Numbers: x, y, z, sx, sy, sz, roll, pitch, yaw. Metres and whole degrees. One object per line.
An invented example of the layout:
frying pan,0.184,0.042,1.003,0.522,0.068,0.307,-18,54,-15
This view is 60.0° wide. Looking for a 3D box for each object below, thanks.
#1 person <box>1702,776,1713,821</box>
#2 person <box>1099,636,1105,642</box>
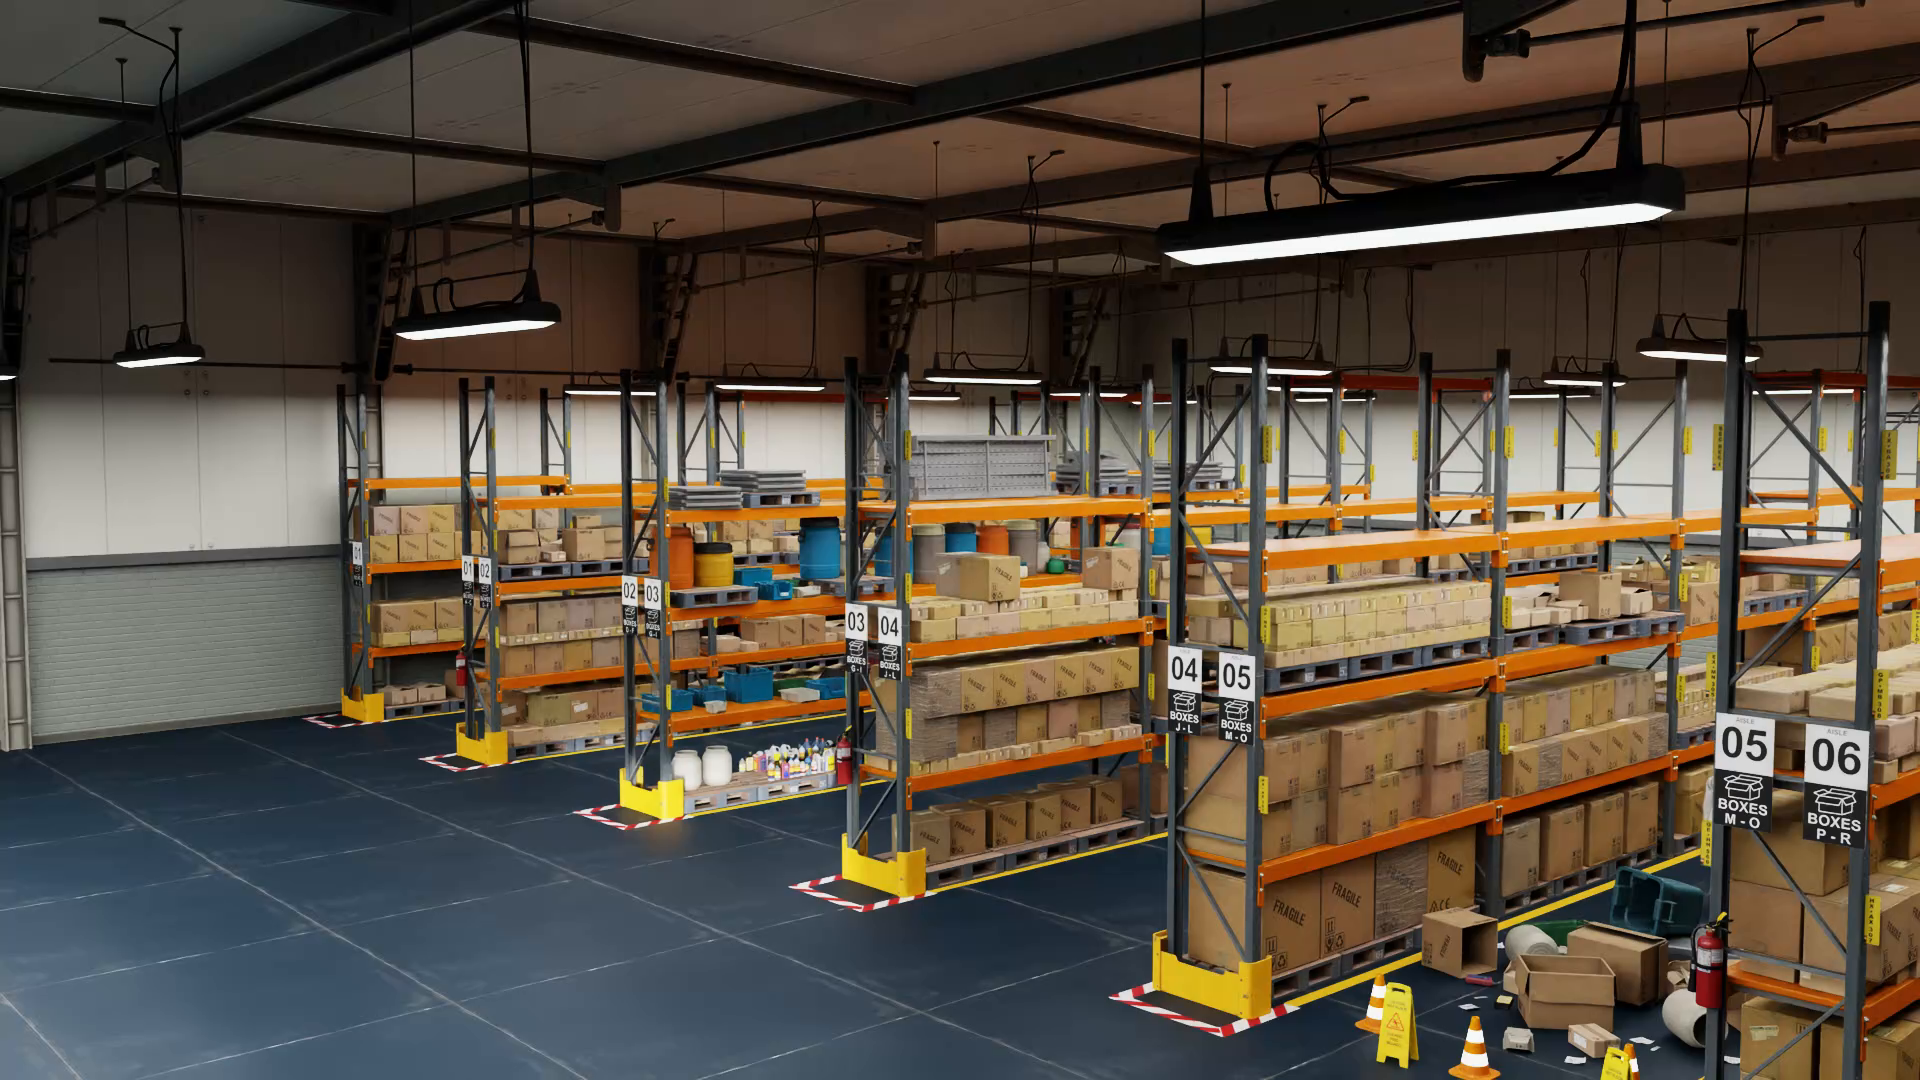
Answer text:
person,8.298,3.144,18.075,0.478,1.675,0.520,-3,5,-35
person,2.429,2.271,30.632,0.904,1.791,0.545,-2,4,-32
